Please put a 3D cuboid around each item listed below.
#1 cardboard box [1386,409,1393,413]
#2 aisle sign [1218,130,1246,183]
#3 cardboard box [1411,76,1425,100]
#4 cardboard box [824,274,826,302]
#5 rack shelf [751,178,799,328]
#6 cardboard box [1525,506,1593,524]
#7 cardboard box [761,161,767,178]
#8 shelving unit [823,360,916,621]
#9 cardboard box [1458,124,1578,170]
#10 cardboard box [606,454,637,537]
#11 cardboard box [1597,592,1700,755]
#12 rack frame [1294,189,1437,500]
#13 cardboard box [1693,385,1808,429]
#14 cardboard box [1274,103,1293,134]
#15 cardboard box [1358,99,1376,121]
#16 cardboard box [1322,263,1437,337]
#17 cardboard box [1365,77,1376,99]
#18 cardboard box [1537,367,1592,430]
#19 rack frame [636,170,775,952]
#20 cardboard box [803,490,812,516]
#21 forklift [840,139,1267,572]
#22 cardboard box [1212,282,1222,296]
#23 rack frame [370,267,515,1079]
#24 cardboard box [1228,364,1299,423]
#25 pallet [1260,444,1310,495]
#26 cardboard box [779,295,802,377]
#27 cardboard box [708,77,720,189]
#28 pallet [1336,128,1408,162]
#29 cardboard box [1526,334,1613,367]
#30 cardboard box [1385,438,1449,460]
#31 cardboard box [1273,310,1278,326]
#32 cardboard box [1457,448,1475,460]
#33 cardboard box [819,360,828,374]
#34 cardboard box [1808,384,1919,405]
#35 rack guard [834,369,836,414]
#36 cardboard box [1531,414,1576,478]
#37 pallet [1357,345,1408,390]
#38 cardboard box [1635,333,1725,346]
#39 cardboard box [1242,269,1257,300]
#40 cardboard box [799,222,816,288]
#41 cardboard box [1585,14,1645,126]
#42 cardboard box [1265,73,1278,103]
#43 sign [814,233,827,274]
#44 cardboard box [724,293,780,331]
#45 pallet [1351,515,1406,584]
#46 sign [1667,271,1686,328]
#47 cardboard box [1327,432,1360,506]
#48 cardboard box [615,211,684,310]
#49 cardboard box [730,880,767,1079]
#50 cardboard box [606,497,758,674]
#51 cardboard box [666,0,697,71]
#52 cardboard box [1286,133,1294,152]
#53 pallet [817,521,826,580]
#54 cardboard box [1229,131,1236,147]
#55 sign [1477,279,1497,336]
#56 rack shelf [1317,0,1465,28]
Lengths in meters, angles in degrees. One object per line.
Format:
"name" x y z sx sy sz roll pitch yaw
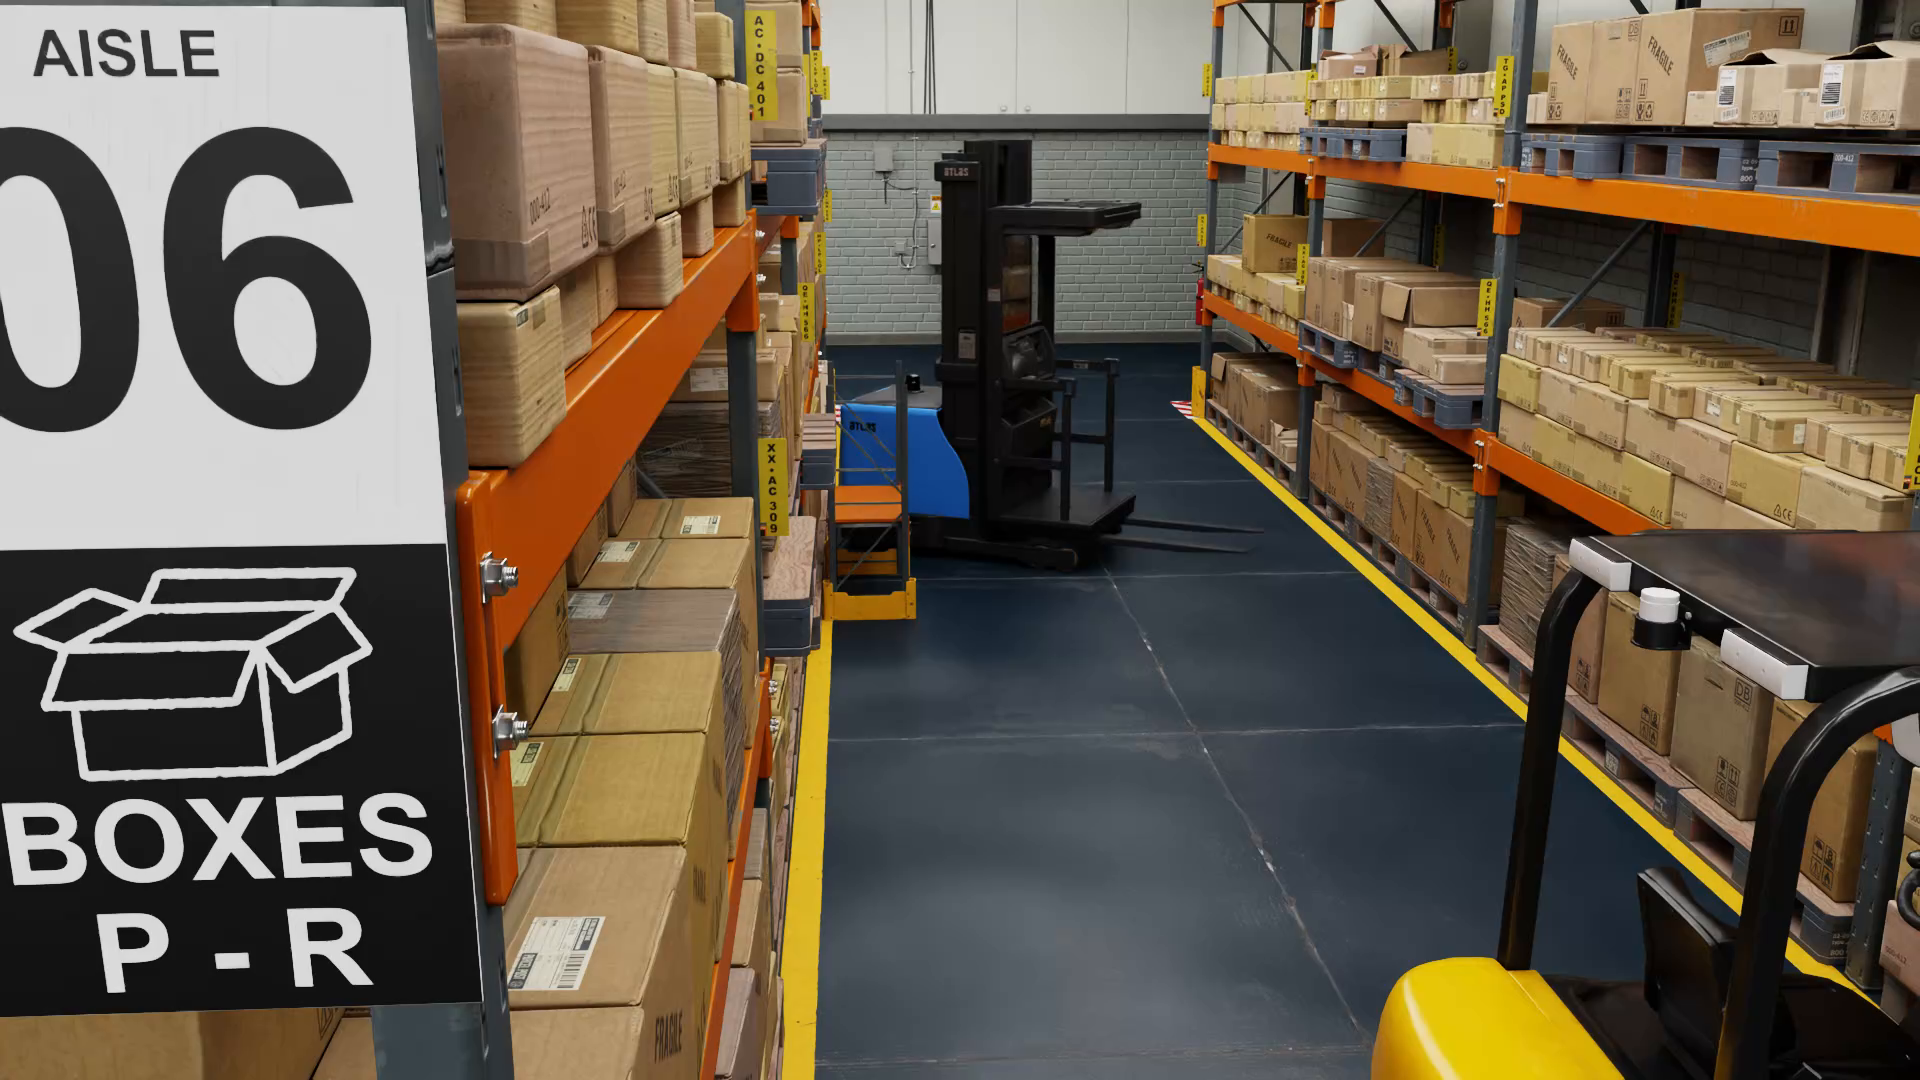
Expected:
"cardboard box" 3.615 -1.029 13.377 0.380 0.149 0.250 -1 15 -6
"aisle sign" 2.760 -4.075 17.128 0.394 0.787 0.004 -1 14 -3
"cardboard box" 3.155 -2.935 10.797 0.380 0.149 0.250 -1 14 -3
"cardboard box" -1.603 -2.659 16.639 0.500 0.500 0.500 -1 14 -3
"rack shelf" -1.277 -1.343 7.152 1.077 0.370 4.000 -1 14 -3
"cardboard box" 3.806 0.084 10.354 0.500 0.500 0.500 0 14 -1
"cardboard box" -1.149 -1.931 8.495 0.380 0.149 0.250 -1 14 -3
"shelving unit" -0.608 -0.352 10.886 0.587 1.500 1.083 -1 14 -4
"cardboard box" 3.278 -2.318 9.797 0.500 0.250 0.500 -1 14 -5
"cardboard box" -1.343 -0.306 4.890 0.700 0.500 0.500 -1 14 -4
"cardboard box" 3.668 0.618 8.028 0.875 0.625 0.625 -1 15 -6
"rack frame" 3.305 -1.809 13.537 1.000 3.000 0.127 -1 14 -3
"cardboard box" 3.449 -0.581 7.261 0.380 0.149 0.250 -1 14 -3
"cardboard box" 2.982 -3.578 14.098 0.500 0.250 0.500 -1 14 -5
"cardboard box" 2.999 -2.994 11.584 0.380 0.149 0.250 -1 14 -2
"cardboard box" 3.144 -1.808 12.490 0.700 0.500 0.500 -1 14 -3
"cardboard box" 3.034 -3.135 11.536 0.380 0.149 0.250 -1 14 -3
"cardboard box" 3.366 -0.745 8.699 0.500 0.250 0.500 0 14 -2
"rack frame" -1.154 0.258 5.503 1.000 3.000 0.127 -1 14 -3
"cardboard box" -1.361 -0.084 10.254 0.875 0.875 0.875 -1 14 -4
"forklift" 0.679 -1.344 11.870 3.031 2.935 1.130 6 16 22
"cardboard box" 2.803 -2.596 17.100 0.380 0.149 0.250 -1 14 -4
"rack frame" -0.906 1.253 1.636 1.000 3.000 0.127 -1 14 -3
"cardboard box" 3.014 -1.430 16.237 0.700 0.500 0.500 0 14 -1
"pallet" 3.263 -0.629 14.548 1.003 0.211 1.213 -1 14 -3
"cardboard box" -1.096 -1.024 8.844 0.500 0.500 0.500 -1 14 -5
"cardboard box" -0.808 -0.907 3.718 0.500 0.250 0.500 -1 14 -4
"pallet" 3.342 -2.749 11.550 1.213 0.211 1.003 -1 14 -3
"cardboard box" 3.296 -1.026 8.993 0.380 0.149 0.250 -1 14 -2
"cardboard box" 3.251 -0.632 11.835 0.380 0.149 0.250 -1 14 -3
"cardboard box" 2.966 -1.957 14.616 0.380 0.149 0.250 -1 14 -2
"cardboard box" 3.698 -0.576 11.618 0.380 0.149 0.250 -1 14 -3
"cardboard box" -1.756 -1.526 16.737 0.875 0.438 0.875 -1 14 -5
"cardboard box" 3.966 -0.590 7.299 0.380 0.149 0.250 -1 14 -4
"rack guard" -1.899 -1.521 17.436 1.175 0.500 0.348 -1 14 -3
"cardboard box" 3.362 -0.502 8.759 0.500 0.250 0.500 -1 14 -5
"pallet" 3.427 -1.205 11.574 1.003 0.211 1.213 -1 14 -3
"cardboard box" 3.902 -1.035 9.029 0.380 0.149 0.250 -1 14 -2
"cardboard box" 2.935 -2.380 15.460 0.500 0.250 0.500 -1 14 -5
"cardboard box" -1.371 -2.157 12.682 0.500 0.500 0.500 0 14 -2
"cardboard box" 3.485 -2.259 8.023 0.700 0.500 0.500 -1 14 -5
"cardboard box" 2.970 -3.949 14.536 0.500 0.250 0.500 -1 14 -2
"sign" -1.108 -2.264 13.143 0.100 0.325 0.005 -1 14 -3
"cardboard box" -1.018 -1.044 7.622 0.380 0.149 0.250 -2 15 -6
"pallet" 3.471 0.048 11.918 1.003 0.211 1.213 -1 14 -3
"sign" 4.106 -1.384 9.563 0.100 0.325 0.005 -1 14 -3
"cardboard box" 3.153 -0.546 12.801 0.500 0.500 0.500 -1 14 -4
"cardboard box" -0.686 -0.487 2.883 0.380 0.149 0.250 -1 14 -3
"cardboard box" -0.816 1.293 4.652 0.500 0.500 0.500 -1 14 -2
"cardboard box" -0.878 0.173 5.038 0.500 0.500 0.500 -1 14 -5
"cardboard box" -0.725 -0.999 3.275 0.380 0.149 0.250 -1 14 -3
"cardboard box" 2.968 -3.353 14.021 0.380 0.149 0.250 0 14 -2
"pallet" -1.448 0.114 11.659 1.003 0.211 1.213 -1 14 -3
"cardboard box" 2.799 -3.859 15.991 0.380 0.149 0.250 -1 14 -2
"sign" 3.011 -1.326 9.494 0.100 0.325 0.005 -1 14 -3
"rack shelf" 3.429 -3.675 10.996 1.077 0.370 4.000 -1 14 -3
